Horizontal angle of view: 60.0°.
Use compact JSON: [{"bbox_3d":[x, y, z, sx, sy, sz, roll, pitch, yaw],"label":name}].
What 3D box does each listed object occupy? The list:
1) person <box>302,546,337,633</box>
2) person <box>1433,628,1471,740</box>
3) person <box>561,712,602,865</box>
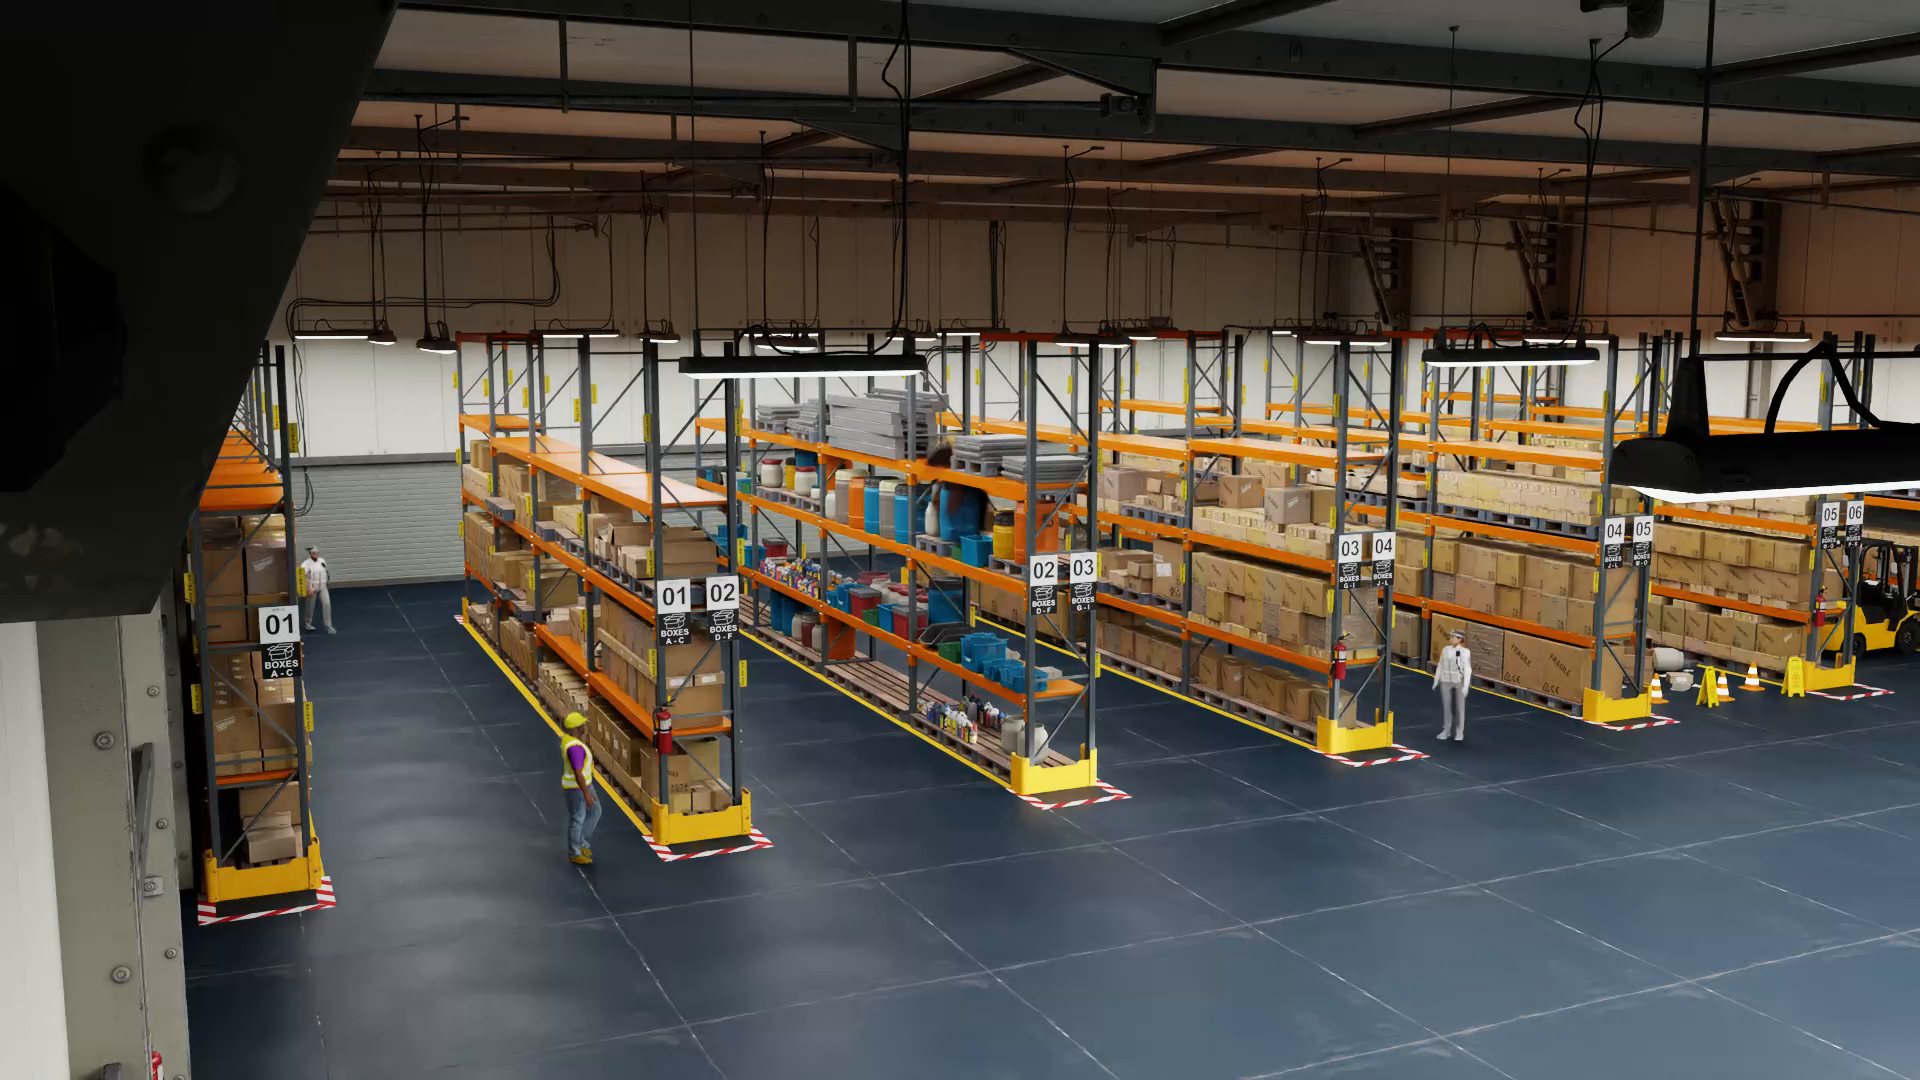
[{"bbox_3d":[-12.891,0.973,33.270,0.540,1.751,0.876,-7,10,-42],"label":"person"},{"bbox_3d":[7.375,2.154,24.920,0.558,1.704,0.401,4,9,27],"label":"person"},{"bbox_3d":[-4.411,2.905,19.327,0.492,1.837,0.596,1,8,5],"label":"person"}]
